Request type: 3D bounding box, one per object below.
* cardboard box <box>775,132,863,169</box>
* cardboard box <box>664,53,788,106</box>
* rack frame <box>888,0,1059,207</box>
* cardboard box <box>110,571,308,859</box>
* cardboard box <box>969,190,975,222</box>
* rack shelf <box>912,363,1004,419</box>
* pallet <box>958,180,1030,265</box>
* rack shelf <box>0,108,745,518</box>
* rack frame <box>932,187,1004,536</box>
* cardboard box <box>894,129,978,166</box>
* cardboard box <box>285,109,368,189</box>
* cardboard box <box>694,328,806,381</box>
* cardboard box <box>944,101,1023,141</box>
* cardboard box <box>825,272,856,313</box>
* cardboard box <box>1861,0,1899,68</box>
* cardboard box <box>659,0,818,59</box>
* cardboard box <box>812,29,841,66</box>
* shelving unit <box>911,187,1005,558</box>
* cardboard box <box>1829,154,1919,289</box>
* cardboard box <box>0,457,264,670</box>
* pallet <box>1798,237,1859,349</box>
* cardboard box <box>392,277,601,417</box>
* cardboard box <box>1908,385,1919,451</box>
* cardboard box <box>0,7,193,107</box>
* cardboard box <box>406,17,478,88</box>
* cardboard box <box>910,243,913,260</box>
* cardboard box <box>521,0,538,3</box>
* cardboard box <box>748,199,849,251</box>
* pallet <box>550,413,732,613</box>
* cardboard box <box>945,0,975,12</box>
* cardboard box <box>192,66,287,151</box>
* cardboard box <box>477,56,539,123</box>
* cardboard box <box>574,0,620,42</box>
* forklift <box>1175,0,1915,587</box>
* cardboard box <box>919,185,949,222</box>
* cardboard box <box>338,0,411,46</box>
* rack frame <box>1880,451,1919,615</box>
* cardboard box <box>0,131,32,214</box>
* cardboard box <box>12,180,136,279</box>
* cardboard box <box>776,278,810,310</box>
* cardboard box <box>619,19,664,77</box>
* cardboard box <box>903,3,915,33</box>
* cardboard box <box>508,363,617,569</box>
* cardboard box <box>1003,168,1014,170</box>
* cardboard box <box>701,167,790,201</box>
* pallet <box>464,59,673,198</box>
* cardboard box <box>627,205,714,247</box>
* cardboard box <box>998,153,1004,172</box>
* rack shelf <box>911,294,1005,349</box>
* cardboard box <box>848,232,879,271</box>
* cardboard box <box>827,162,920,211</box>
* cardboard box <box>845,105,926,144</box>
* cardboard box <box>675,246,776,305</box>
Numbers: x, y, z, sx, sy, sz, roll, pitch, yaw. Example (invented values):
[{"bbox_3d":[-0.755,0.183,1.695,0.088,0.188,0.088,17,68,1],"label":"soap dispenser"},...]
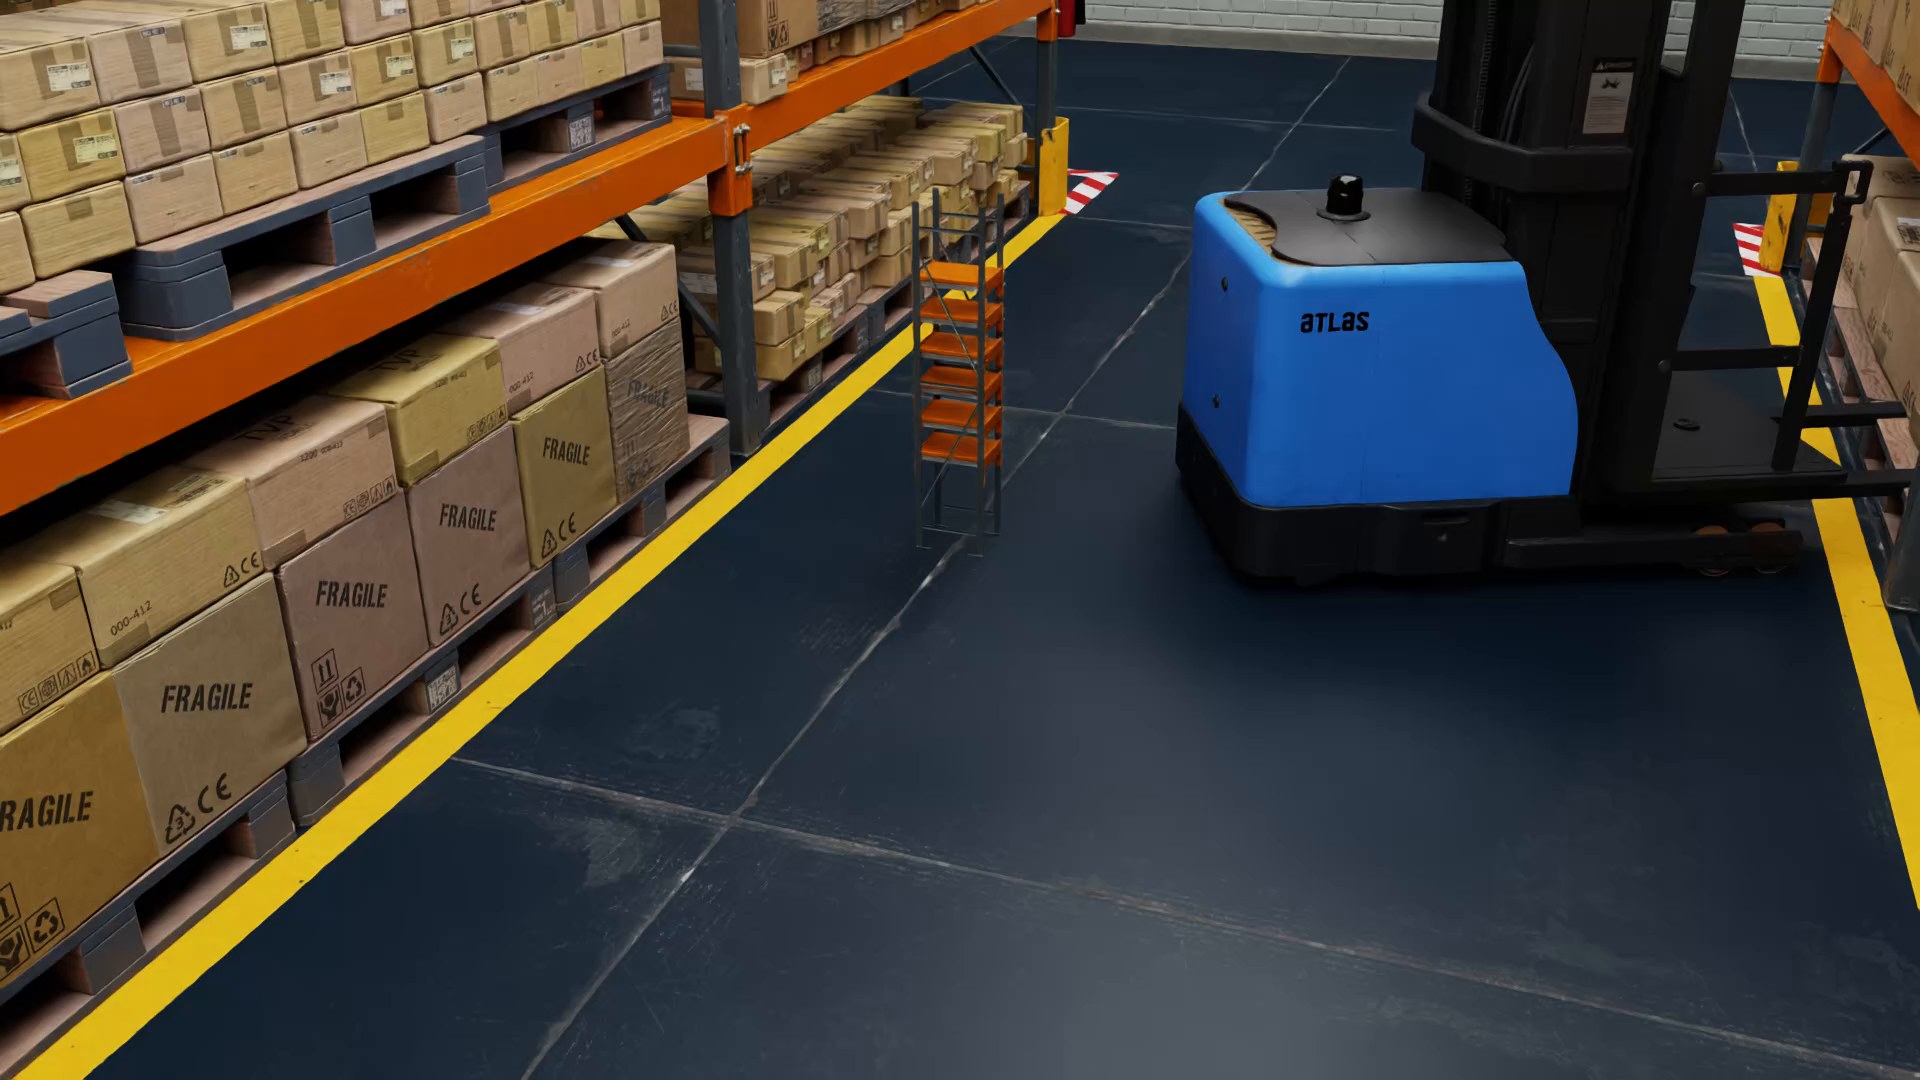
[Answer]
[{"bbox_3d":[-0.717,-1.965,8.473,0.380,0.149,0.250,10,28,19],"label":"cardboard box"},{"bbox_3d":[-0.862,-1.712,6.132,0.380,0.149,0.250,10,28,19],"label":"cardboard box"},{"bbox_3d":[0.066,-3.400,9.329,1.000,3.000,0.127,9,27,17],"label":"rack frame"},{"bbox_3d":[-1.956,0.363,3.944,0.500,0.500,0.500,9,27,18],"label":"cardboard box"},{"bbox_3d":[-0.142,-1.739,8.689,0.380,0.149,0.250,9,27,18],"label":"cardboard box"},{"bbox_3d":[-0.005,-0.494,5.496,0.258,0.103,0.180,9,27,17],"label":"rack shelf"},{"bbox_3d":[-0.263,-1.785,9.194,1.003,0.211,1.213,9,27,17],"label":"pallet"},{"bbox_3d":[-1.931,-0.610,4.394,1.077,0.370,4.000,9,27,17],"label":"rack shelf"},{"bbox_3d":[0.026,-0.572,5.554,0.240,1.200,0.006,9,27,17],"label":"rack frame"},{"bbox_3d":[-0.121,-2.002,8.550,0.380,0.149,0.250,8,27,15],"label":"cardboard box"},{"bbox_3d":[-1.730,-0.994,4.168,0.380,0.149,0.250,8,27,16],"label":"cardboard box"},{"bbox_3d":[-0.841,-0.765,6.677,0.380,0.149,0.250,8,27,15],"label":"cardboard box"},{"bbox_3d":[0.129,-2.319,9.204,0.380,0.149,0.250,9,27,18],"label":"cardboard box"},{"bbox_3d":[-0.681,-1.095,7.360,0.380,0.149,0.250,8,27,16],"label":"cardboard box"},{"bbox_3d":[4.009,-2.194,6.725,0.500,0.500,0.500,9,27,17],"label":"cardboard box"},{"bbox_3d":[-0.863,-2.102,6.193,0.500,0.500,0.500,8,27,16],"label":"cardboard box"},{"bbox_3d":[-0.711,-2.057,6.844,0.380,0.149,0.250,8,27,15],"label":"cardboard box"},{"bbox_3d":[-0.005,-0.534,5.476,0.258,1.200,0.189,9,27,17],"label":"shelving unit"},{"bbox_3d":[4.642,-1.473,7.809,0.875,0.438,0.875,8,27,16],"label":"cardboard box"},{"bbox_3d":[-1.970,0.030,3.772,0.500,0.250,0.500,8,27,17],"label":"cardboard box"},{"bbox_3d":[4.575,-1.128,7.838,1.003,0.211,1.213,9,27,17],"label":"pallet"},{"bbox_3d":[-1.458,-0.605,5.084,0.500,0.250,0.500,10,28,20],"label":"cardboard box"},{"bbox_3d":[3.747,-0.358,5.505,0.875,0.438,0.875,8,27,17],"label":"cardboard box"},{"bbox_3d":[-1.910,-1.049,3.598,0.380,0.149,0.250,10,28,20],"label":"cardboard box"},{"bbox_3d":[-1.558,-1.344,4.548,0.380,0.149,0.250,7,27,15],"label":"cardboard box"},{"bbox_3d":[-0.432,-1.423,8.036,0.380,0.149,0.250,10,27,19],"label":"cardboard box"},{"bbox_3d":[-1.391,-1.690,4.922,0.380,0.149,0.250,8,27,16],"label":"cardboard box"},{"bbox_3d":[-0.705,-1.367,7.238,0.380,0.149,0.250,8,27,16],"label":"cardboard box"},{"bbox_3d":[-1.523,-0.181,5.881,1.003,0.211,1.213,9,27,17],"label":"pallet"},{"bbox_3d":[-0.142,-2.697,8.167,0.380,0.149,0.250,8,27,15],"label":"cardboard box"},{"bbox_3d":[-1.819,-1.021,3.881,0.380,0.149,0.250,8,27,17],"label":"cardboard box"},{"bbox_3d":[-1.465,-1.328,4.857,0.380,0.149,0.250,7,27,15],"label":"cardboard box"},{"bbox_3d":[-1.298,-1.665,5.212,0.380,0.149,0.250,9,27,18],"label":"cardboard box"},{"bbox_3d":[2.351,-1.426,5.332,3.031,2.935,1.130,-3,26,-5],"label":"forklift"},{"bbox_3d":[-0.275,-1.650,8.164,0.380,0.149,0.250,10,28,20],"label":"cardboard box"},{"bbox_3d":[-1.649,-1.371,4.263,0.380,0.149,0.250,8,27,15],"label":"cardboard box"},{"bbox_3d":[3.436,-1.080,4.538,1.000,3.000,0.127,9,27,17],"label":"rack frame"},{"bbox_3d":[-2.072,-0.713,3.246,0.380,0.149,0.250,8,27,16],"label":"cardboard box"},{"bbox_3d":[-1.990,-0.675,3.508,0.380,0.149,0.250,10,28,20],"label":"cardboard box"},{"bbox_3d":[-0.843,-1.015,6.853,0.380,0.149,0.250,9,27,18],"label":"cardboard box"},{"bbox_3d":[-1.211,-1.640,5.501,0.380,0.149,0.250,8,27,16],"label":"cardboard box"},{"bbox_3d":[-0.424,-2.377,7.505,0.380,0.149,0.250,10,28,19],"label":"cardboard box"},{"bbox_3d":[-1.445,-0.268,5.249,0.500,0.500,0.500,8,27,16],"label":"cardboard box"},{"bbox_3d":[0.087,-2.059,9.350,0.380,0.149,0.250,9,27,18],"label":"cardboard box"},{"bbox_3d":[-1.027,-1.660,7.843,0.380,0.149,0.250,8,27,16],"label":"cardboard box"},{"bbox_3d":[-1.657,-1.377,5.371,1.003,0.211,1.213,9,27,17],"label":"pallet"},{"bbox_3d":[-1.269,-1.328,7.157,0.380,0.149,0.250,8,27,17],"label":"cardboard box"},{"bbox_3d":[0.022,-2.081,9.055,0.380,0.149,0.250,8,27,16],"label":"cardboard box"},{"bbox_3d":[-0.005,-0.710,5.391,0.258,0.103,0.180,9,27,17],"label":"rack shelf"},{"bbox_3d":[-0.590,-1.341,7.525,0.380,0.149,0.250,10,28,20],"label":"cardboard box"},{"bbox_3d":[-0.411,-1.680,7.884,0.380,0.149,0.250,9,27,18],"label":"cardboard box"},{"bbox_3d":[-0.407,-2.276,9.117,0.380,0.149,0.250,9,27,18],"label":"cardboard box"},{"bbox_3d":[-0.955,-1.041,6.565,0.380,0.149,0.250,10,28,20],"label":"cardboard box"}]
